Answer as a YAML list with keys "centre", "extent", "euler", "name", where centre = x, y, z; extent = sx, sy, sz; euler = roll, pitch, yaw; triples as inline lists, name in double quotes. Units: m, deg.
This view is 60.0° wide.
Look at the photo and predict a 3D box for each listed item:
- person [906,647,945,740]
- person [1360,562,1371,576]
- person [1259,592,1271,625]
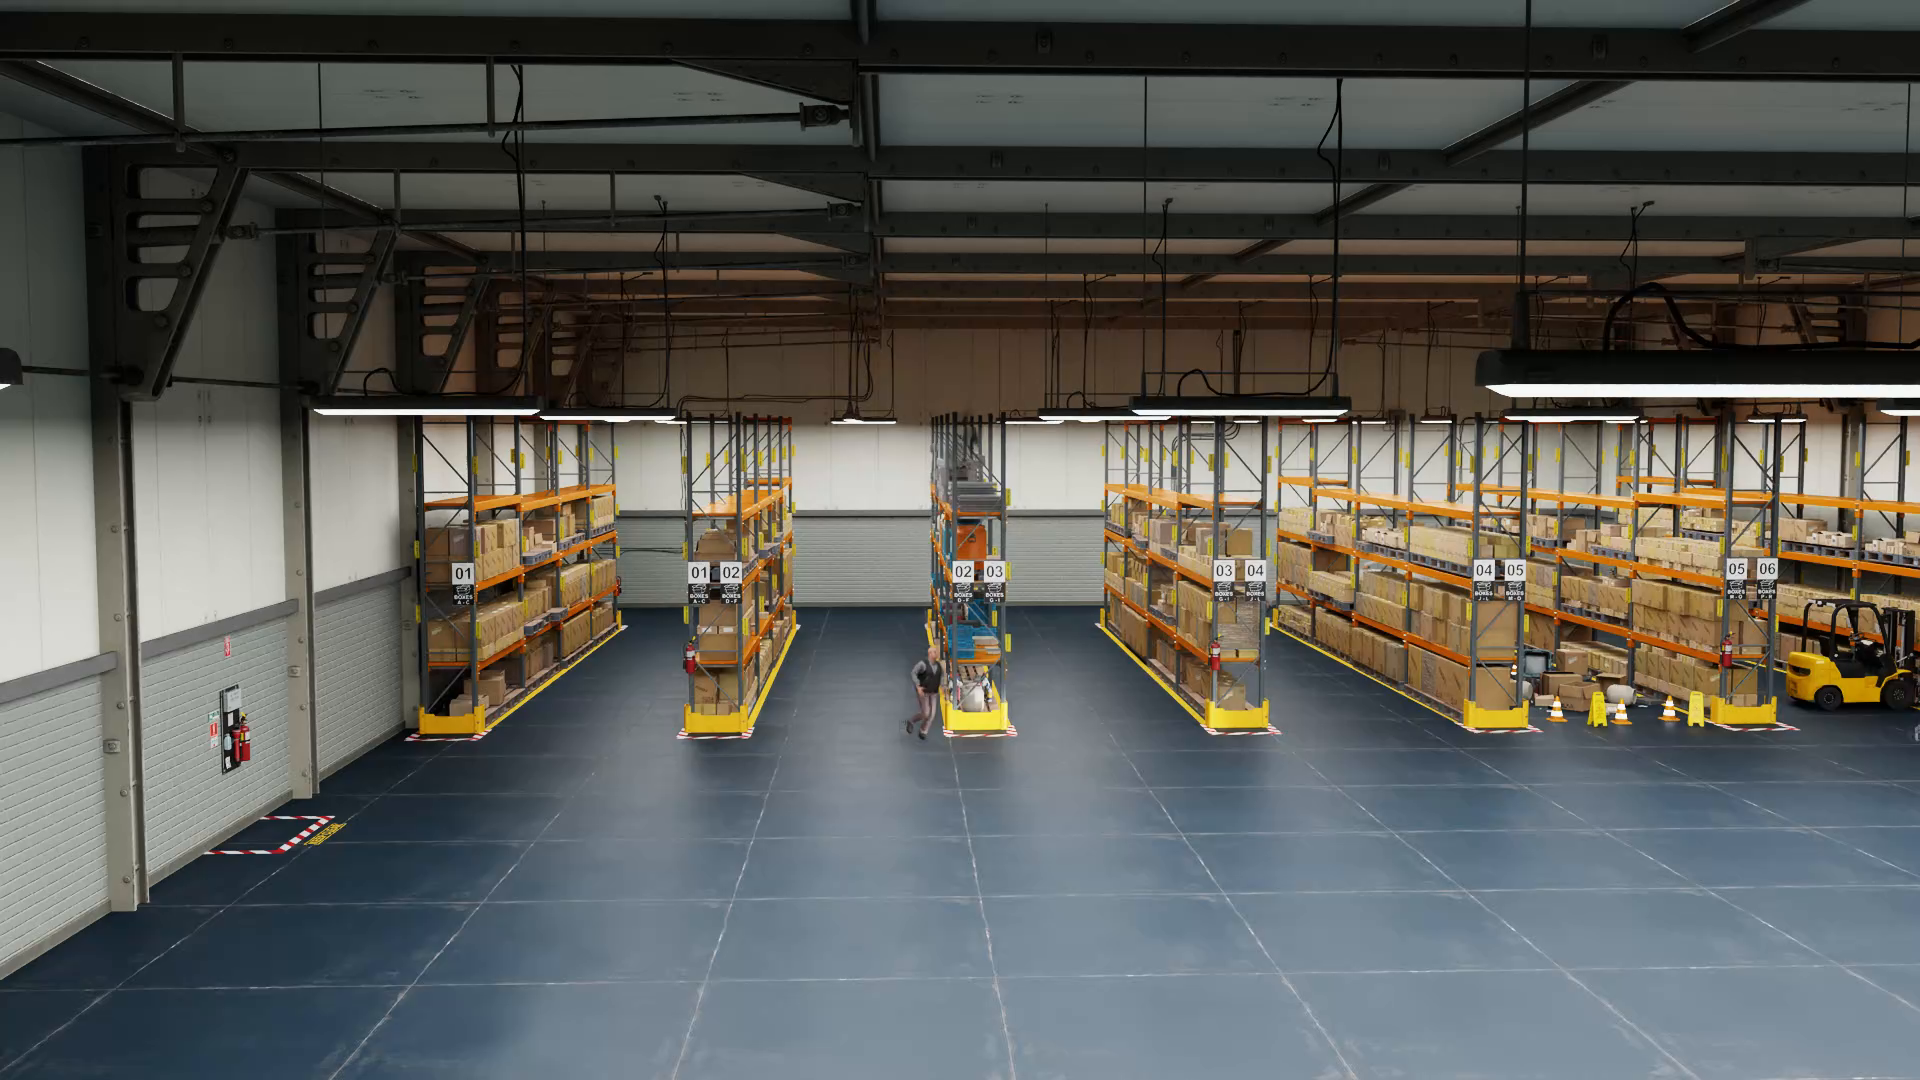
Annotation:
- centre: [-0.589, 2.809, 30.669]
  extent: [0.724, 1.666, 0.553]
  euler: [-3, 5, -37]
  name: "person"
- centre: [12.230, 1.495, 50.025]
  extent: [0.891, 1.664, 0.609]
  euler: [-2, 4, -26]
  name: "person"
- centre: [8.016, 1.940, 44.270]
  extent: [0.527, 1.569, 0.569]
  euler: [0, 4, 2]
  name: "person"
